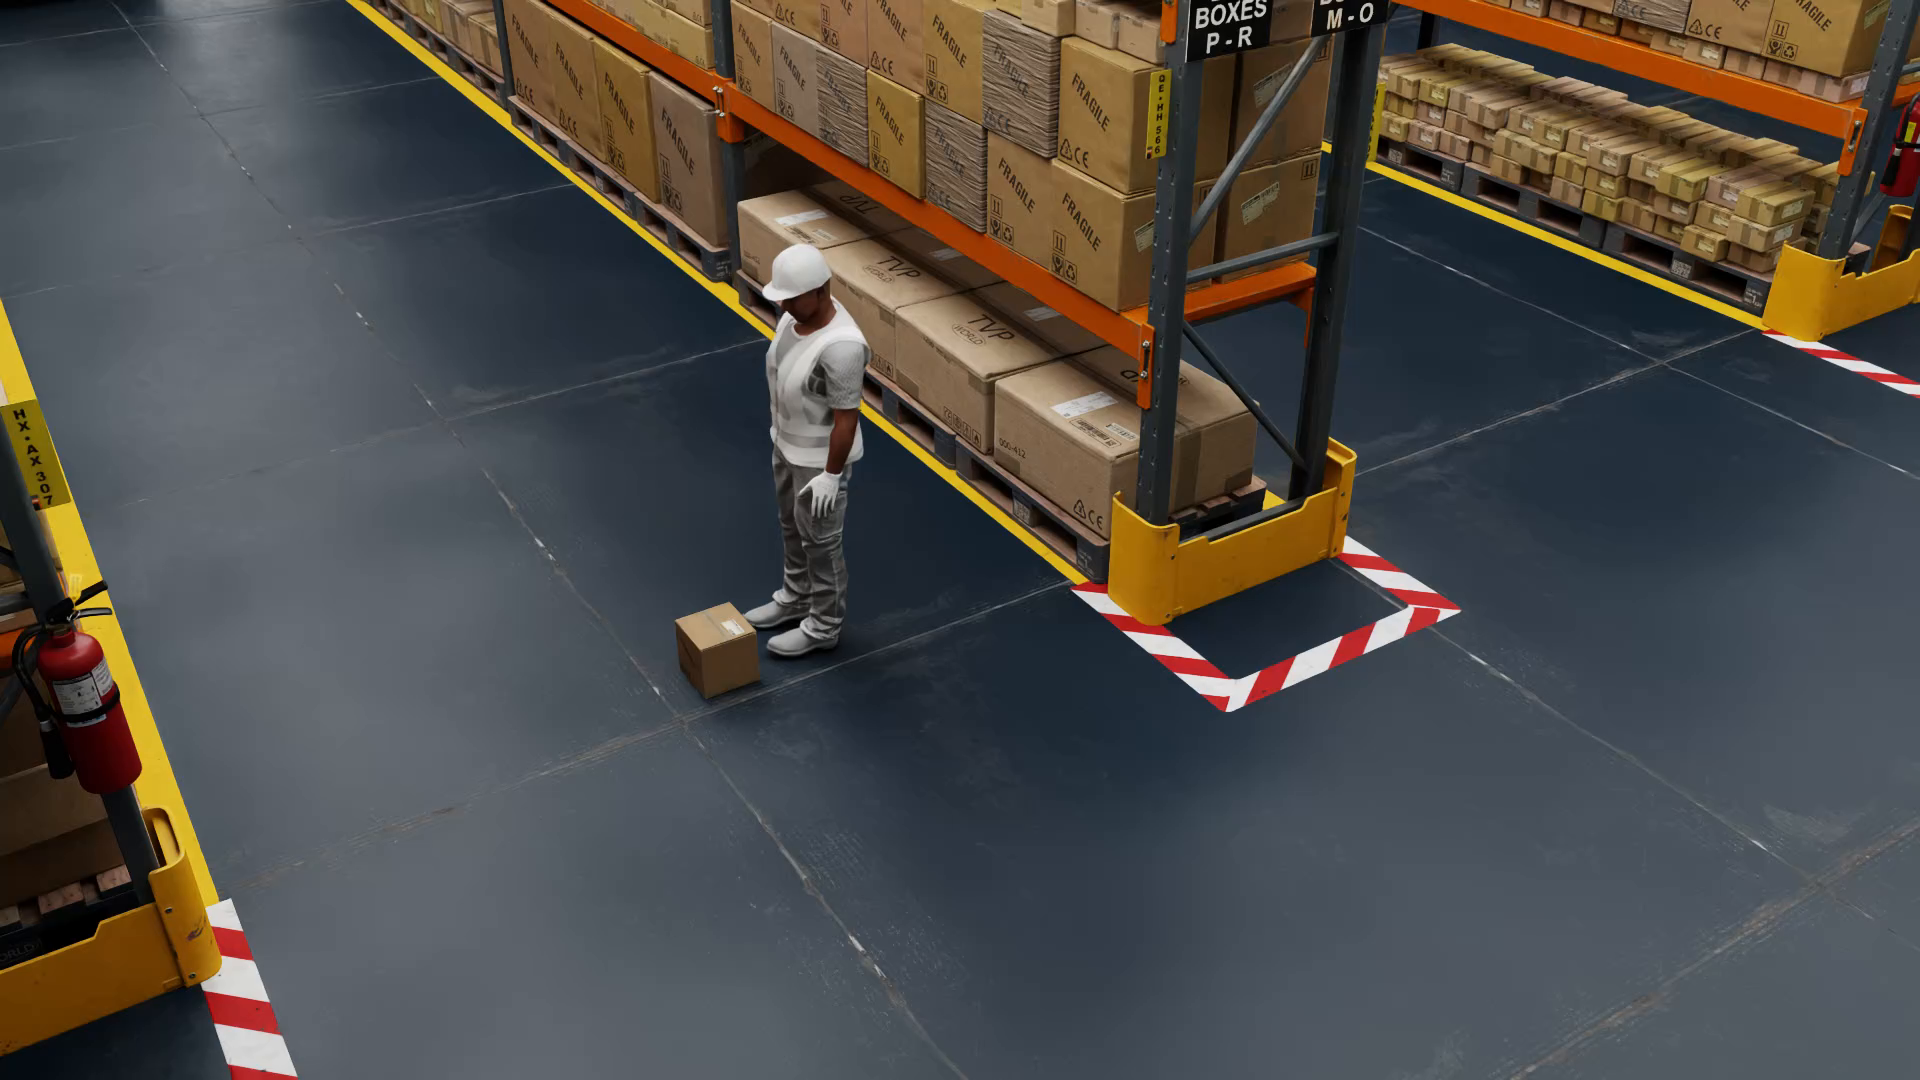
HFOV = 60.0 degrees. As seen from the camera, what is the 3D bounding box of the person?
[{"bbox_3d":[-0.630,-0.338,6.616,0.477,1.786,0.579,-14,35,-21],"label":"person"}]
